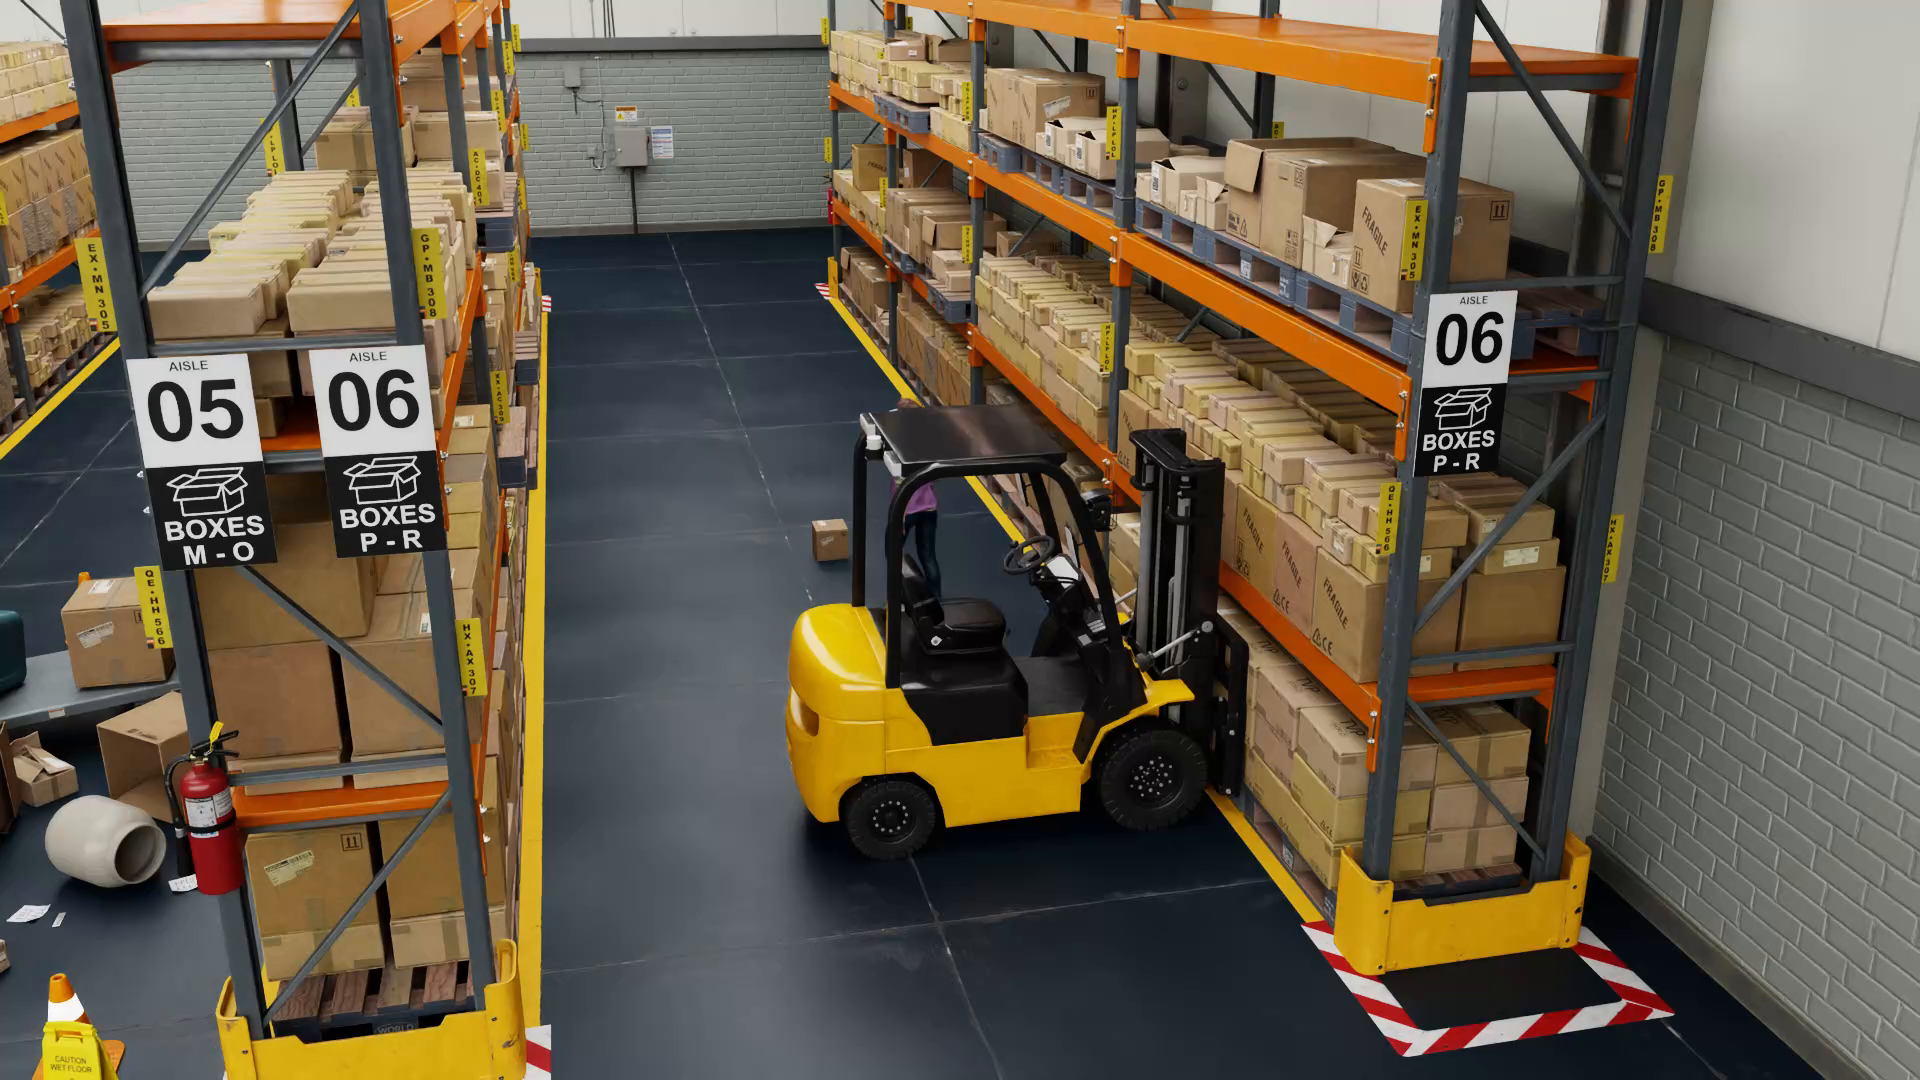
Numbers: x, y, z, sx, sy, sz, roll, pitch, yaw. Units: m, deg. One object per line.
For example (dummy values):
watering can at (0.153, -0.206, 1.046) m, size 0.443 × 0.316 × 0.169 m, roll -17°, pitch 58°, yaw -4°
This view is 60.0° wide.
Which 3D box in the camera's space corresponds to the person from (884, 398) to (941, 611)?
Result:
person at (-0.296, -0.179, 11.613) m, size 0.441 × 1.625 × 0.554 m, roll -16°, pitch 26°, yaw -38°
